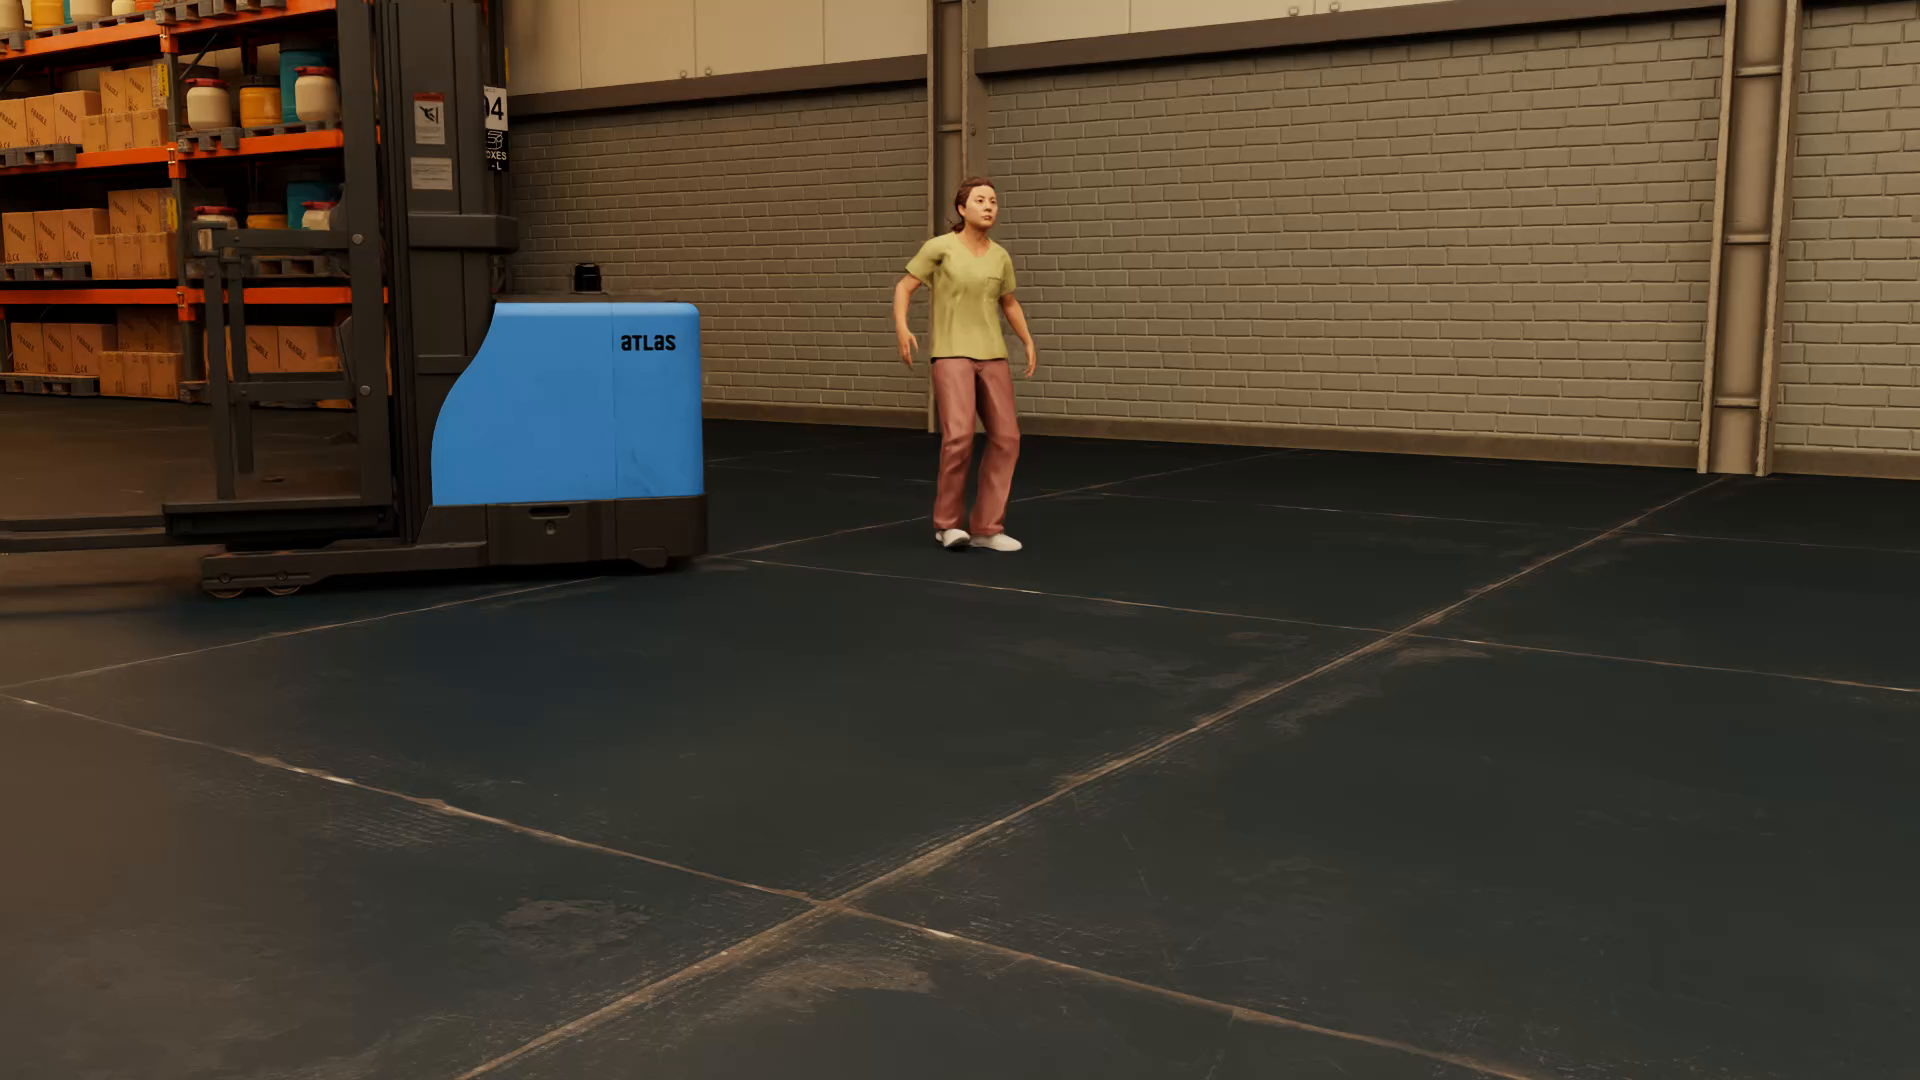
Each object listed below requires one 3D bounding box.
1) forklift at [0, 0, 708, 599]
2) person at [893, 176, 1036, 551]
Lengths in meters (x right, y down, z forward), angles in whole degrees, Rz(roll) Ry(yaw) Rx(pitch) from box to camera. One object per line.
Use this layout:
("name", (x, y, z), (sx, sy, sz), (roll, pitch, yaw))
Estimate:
("forklift", (-2.595, -1.320, 6.474), (3.031, 2.935, 1.130), (-3, 9, -19))
("person", (0.059, -0.769, 7.349), (0.690, 1.655, 0.537), (-3, 9, -23))
